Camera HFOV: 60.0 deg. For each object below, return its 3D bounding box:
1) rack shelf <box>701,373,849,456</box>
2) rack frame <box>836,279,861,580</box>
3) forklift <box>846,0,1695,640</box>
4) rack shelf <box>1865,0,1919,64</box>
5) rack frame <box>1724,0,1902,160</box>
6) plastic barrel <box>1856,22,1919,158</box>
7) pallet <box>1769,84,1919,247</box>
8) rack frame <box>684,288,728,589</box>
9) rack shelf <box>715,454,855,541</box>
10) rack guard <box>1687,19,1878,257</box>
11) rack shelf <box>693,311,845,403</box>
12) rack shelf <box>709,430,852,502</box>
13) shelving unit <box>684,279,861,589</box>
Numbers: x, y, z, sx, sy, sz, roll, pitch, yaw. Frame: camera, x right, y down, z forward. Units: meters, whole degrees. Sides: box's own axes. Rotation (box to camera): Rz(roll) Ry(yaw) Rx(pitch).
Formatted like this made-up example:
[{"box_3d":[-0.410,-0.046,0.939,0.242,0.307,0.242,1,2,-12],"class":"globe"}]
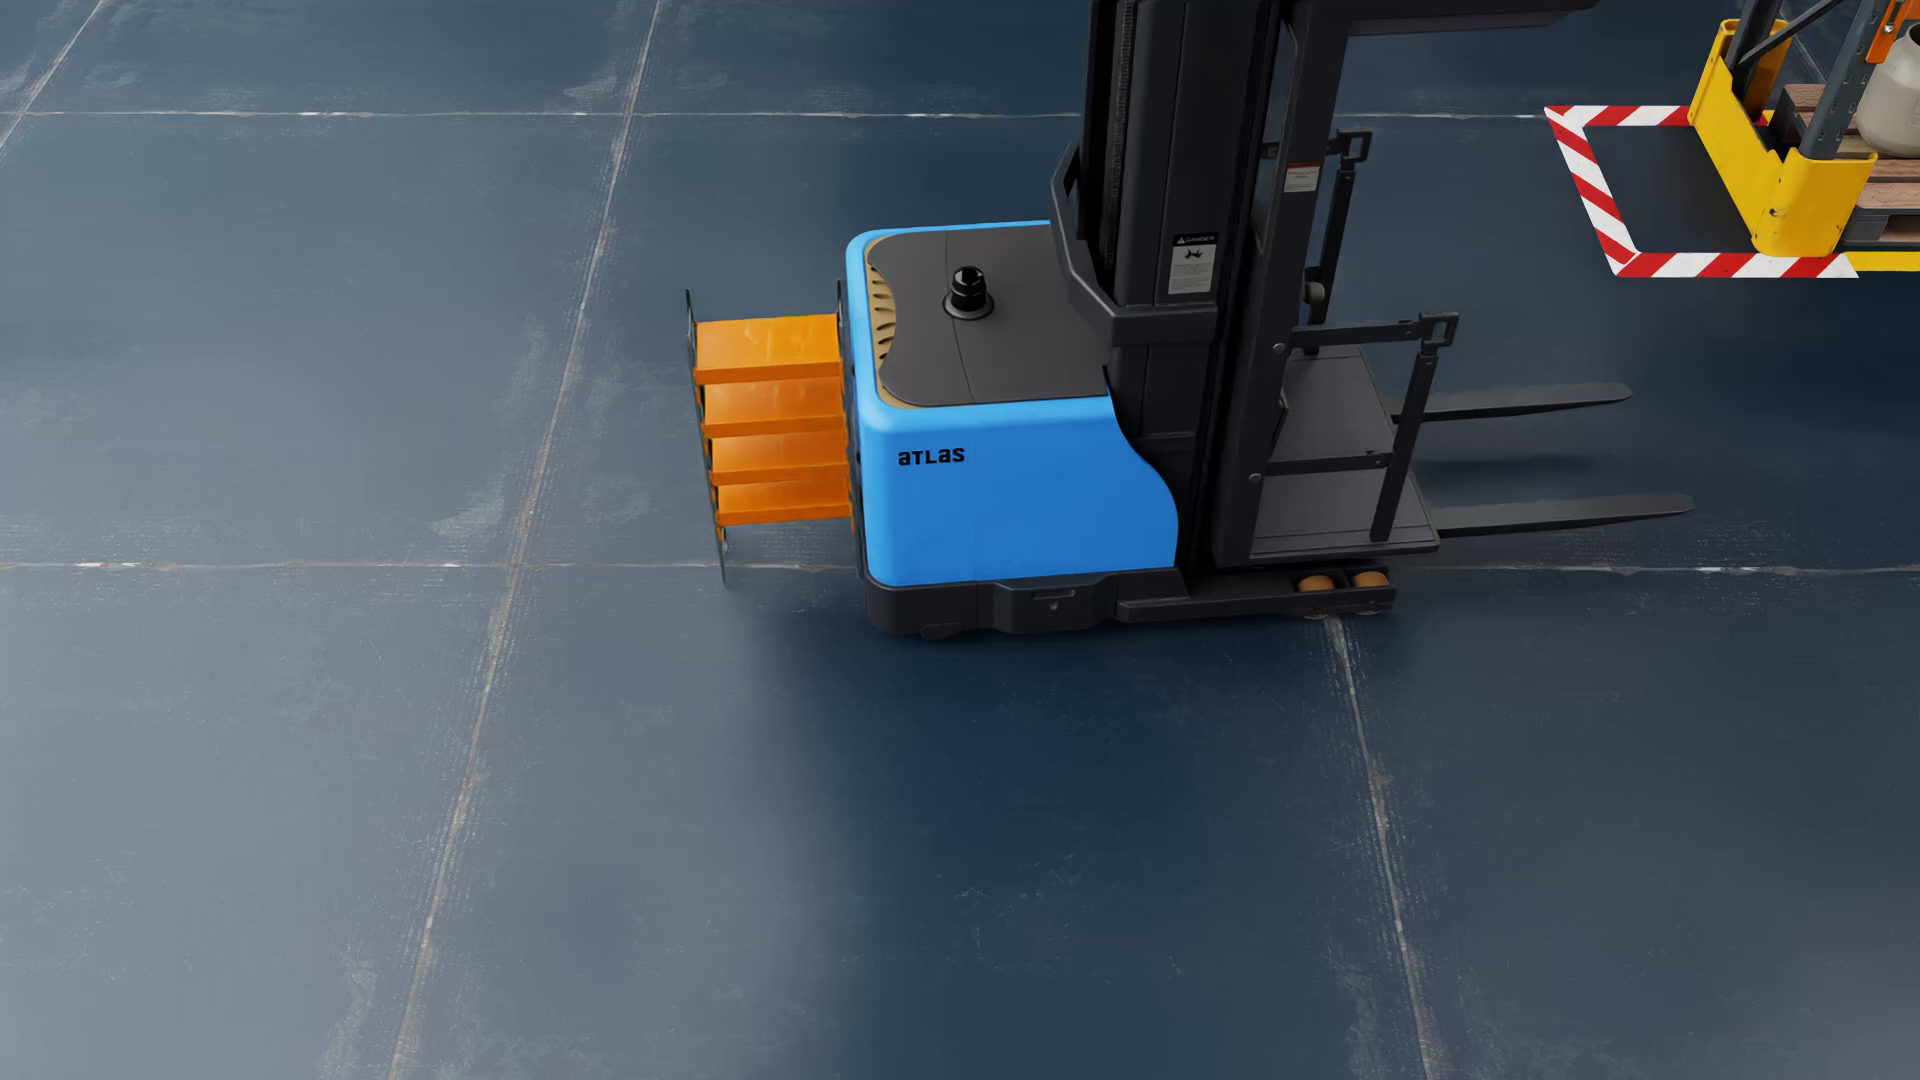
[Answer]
[{"box_3d":[-0.626,-0.440,5.626,0.480,0.148,0.258,-4,47,-4],"class":"rack shelf"},{"box_3d":[-0.383,-0.351,5.757,0.015,1.200,0.240,-4,47,-4],"class":"rack frame"},{"box_3d":[1.139,-1.099,5.270,3.031,2.935,1.130,-4,47,-4],"class":"forklift"},{"box_3d":[5.672,-2.429,6.953,4.000,0.370,1.077,0,47,0],"class":"rack shelf"},{"box_3d":[3.672,-2.680,6.695,0.127,3.000,1.000,0,47,0],"class":"rack frame"},{"box_3d":[4.331,-2.029,7.502,0.421,0.512,0.421,0,47,0],"class":"plastic barrel"},{"box_3d":[4.561,-1.758,7.742,1.213,0.211,1.003,0,47,0],"class":"pallet"},{"box_3d":[-0.869,-0.316,5.725,0.015,1.200,0.240,-4,47,-4],"class":"rack frame"},{"box_3d":[-0.626,-0.153,5.935,0.480,0.148,0.258,-4,47,-4],"class":"rack shelf"},{"box_3d":[3.748,-1.862,7.642,0.348,0.500,1.175,0,47,0],"class":"rack guard"},{"box_3d":[-0.626,-0.601,5.453,0.480,0.148,0.258,-4,47,-4],"class":"rack shelf"},{"box_3d":[-0.626,-0.288,5.790,0.480,0.148,0.258,-4,47,-4],"class":"rack shelf"},{"box_3d":[-0.626,-0.334,5.741,0.503,1.200,0.258,-4,47,-4],"class":"shelving unit"}]
